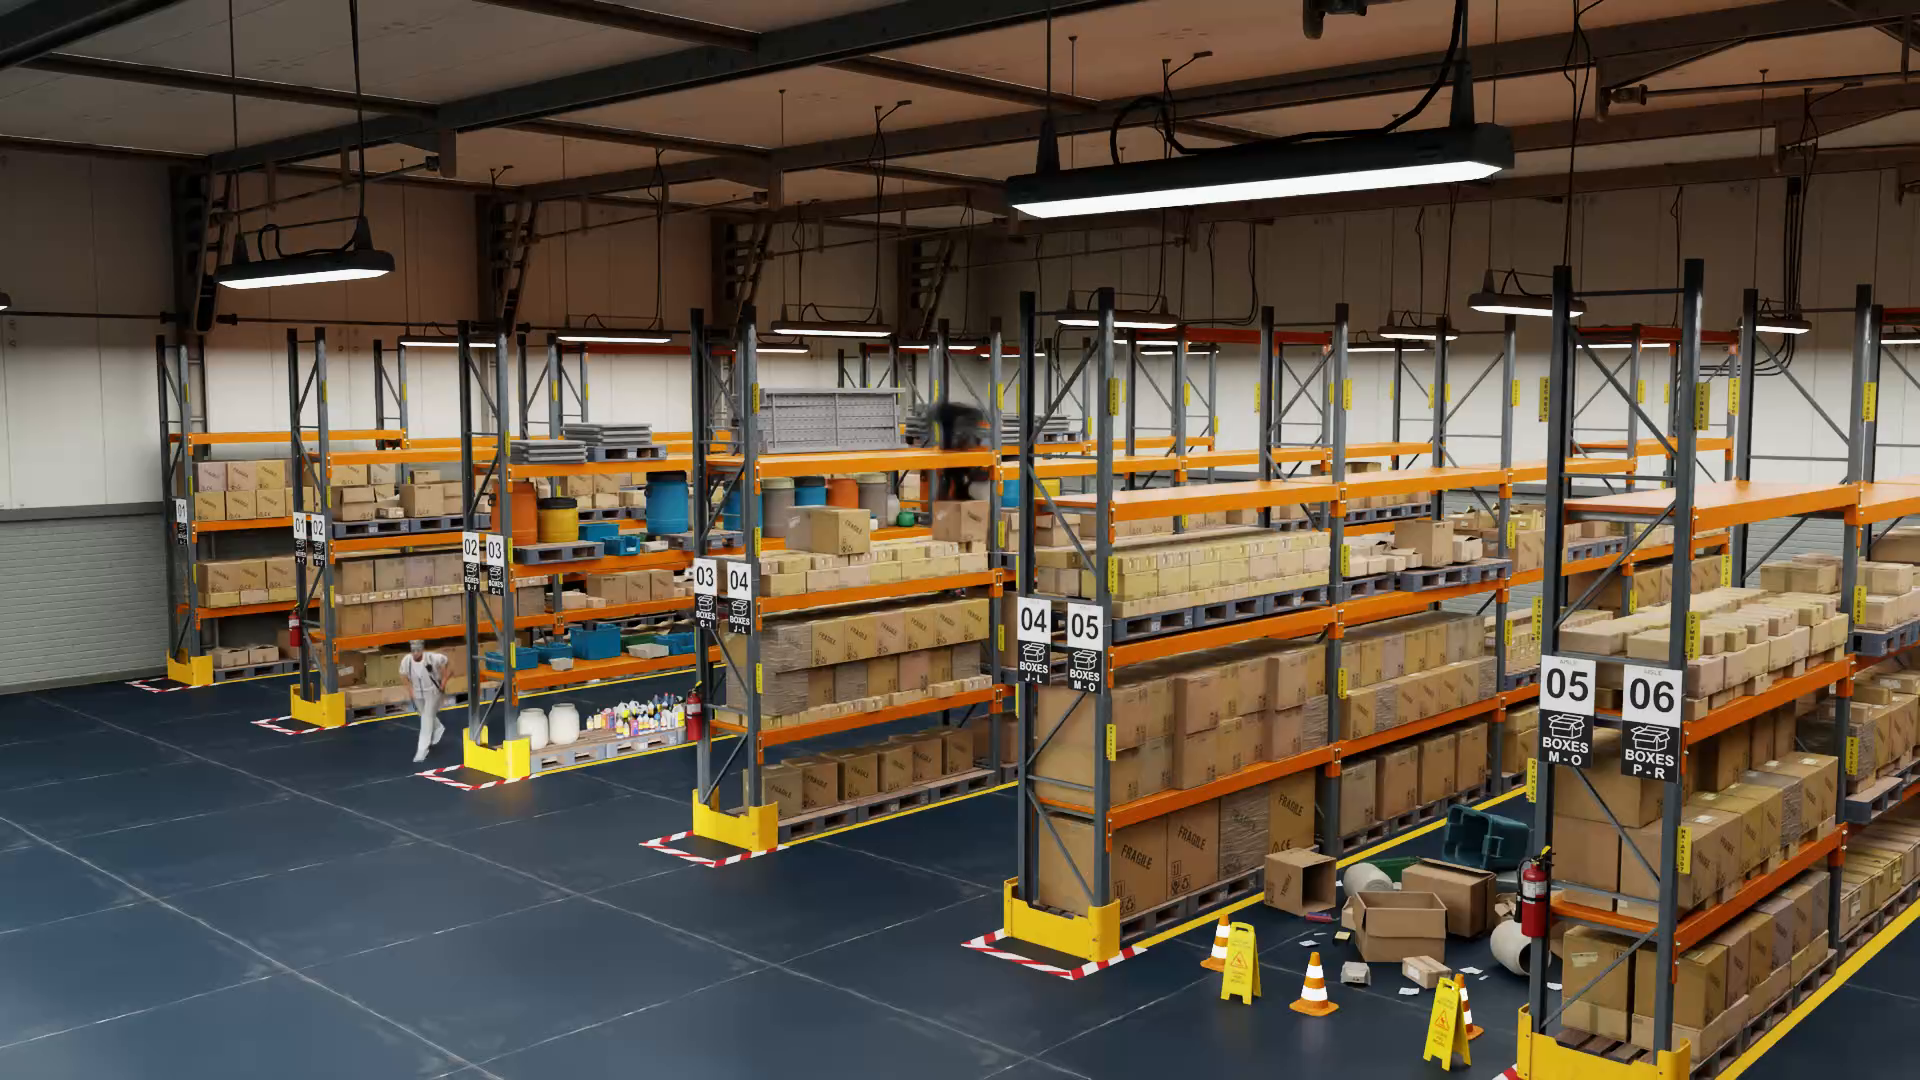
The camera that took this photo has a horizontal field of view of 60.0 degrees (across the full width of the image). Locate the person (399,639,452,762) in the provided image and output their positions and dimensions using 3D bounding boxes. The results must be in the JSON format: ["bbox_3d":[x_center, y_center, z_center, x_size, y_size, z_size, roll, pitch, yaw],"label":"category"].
[{"bbox_3d":[-7.404,2.177,23.191,0.694,1.726,1.024,0,5,2],"label":"person"}]

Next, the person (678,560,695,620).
[{"bbox_3d":[-5.476,1.132,34.310,0.556,1.676,0.775,5,7,43],"label":"person"}]
